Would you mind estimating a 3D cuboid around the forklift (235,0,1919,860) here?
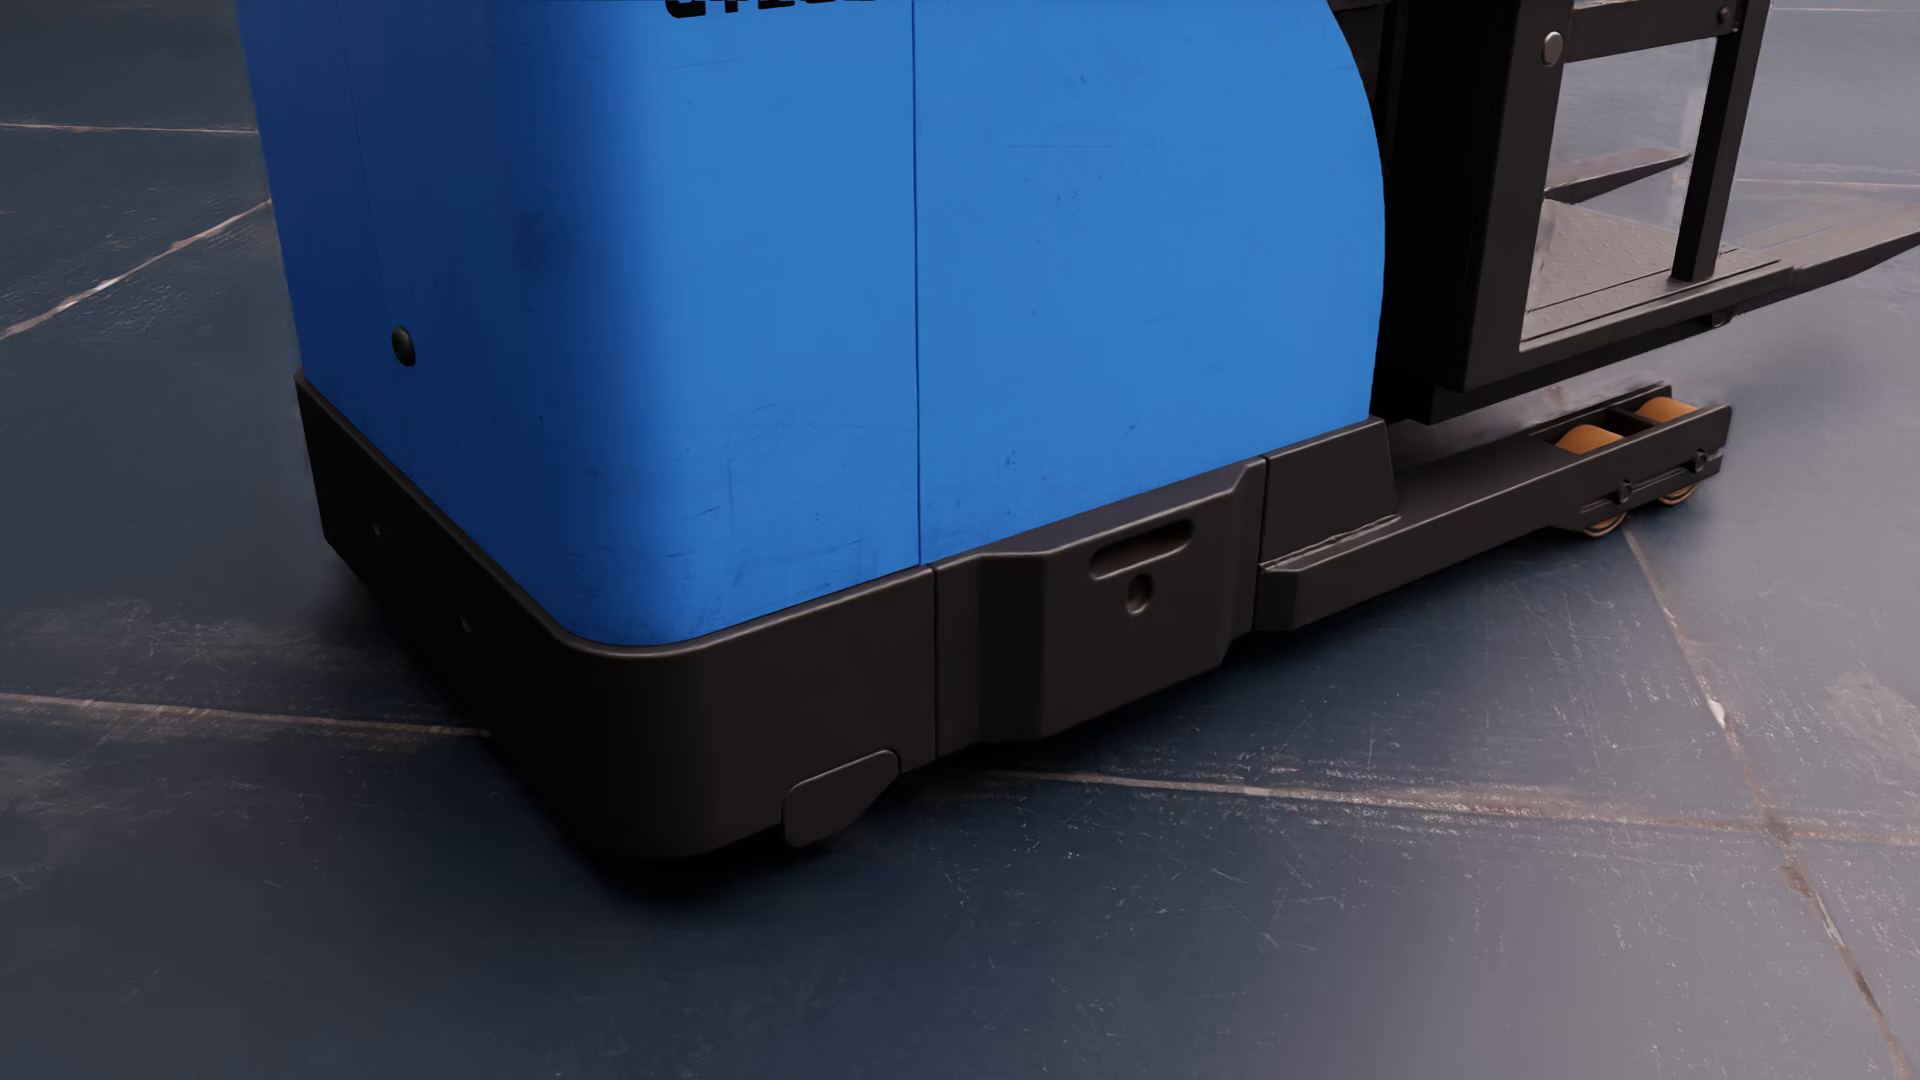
[{"bbox_3d":[0.586,-1.489,2.201,3.031,2.935,1.130,-18,32,-32],"label":"forklift"}]
